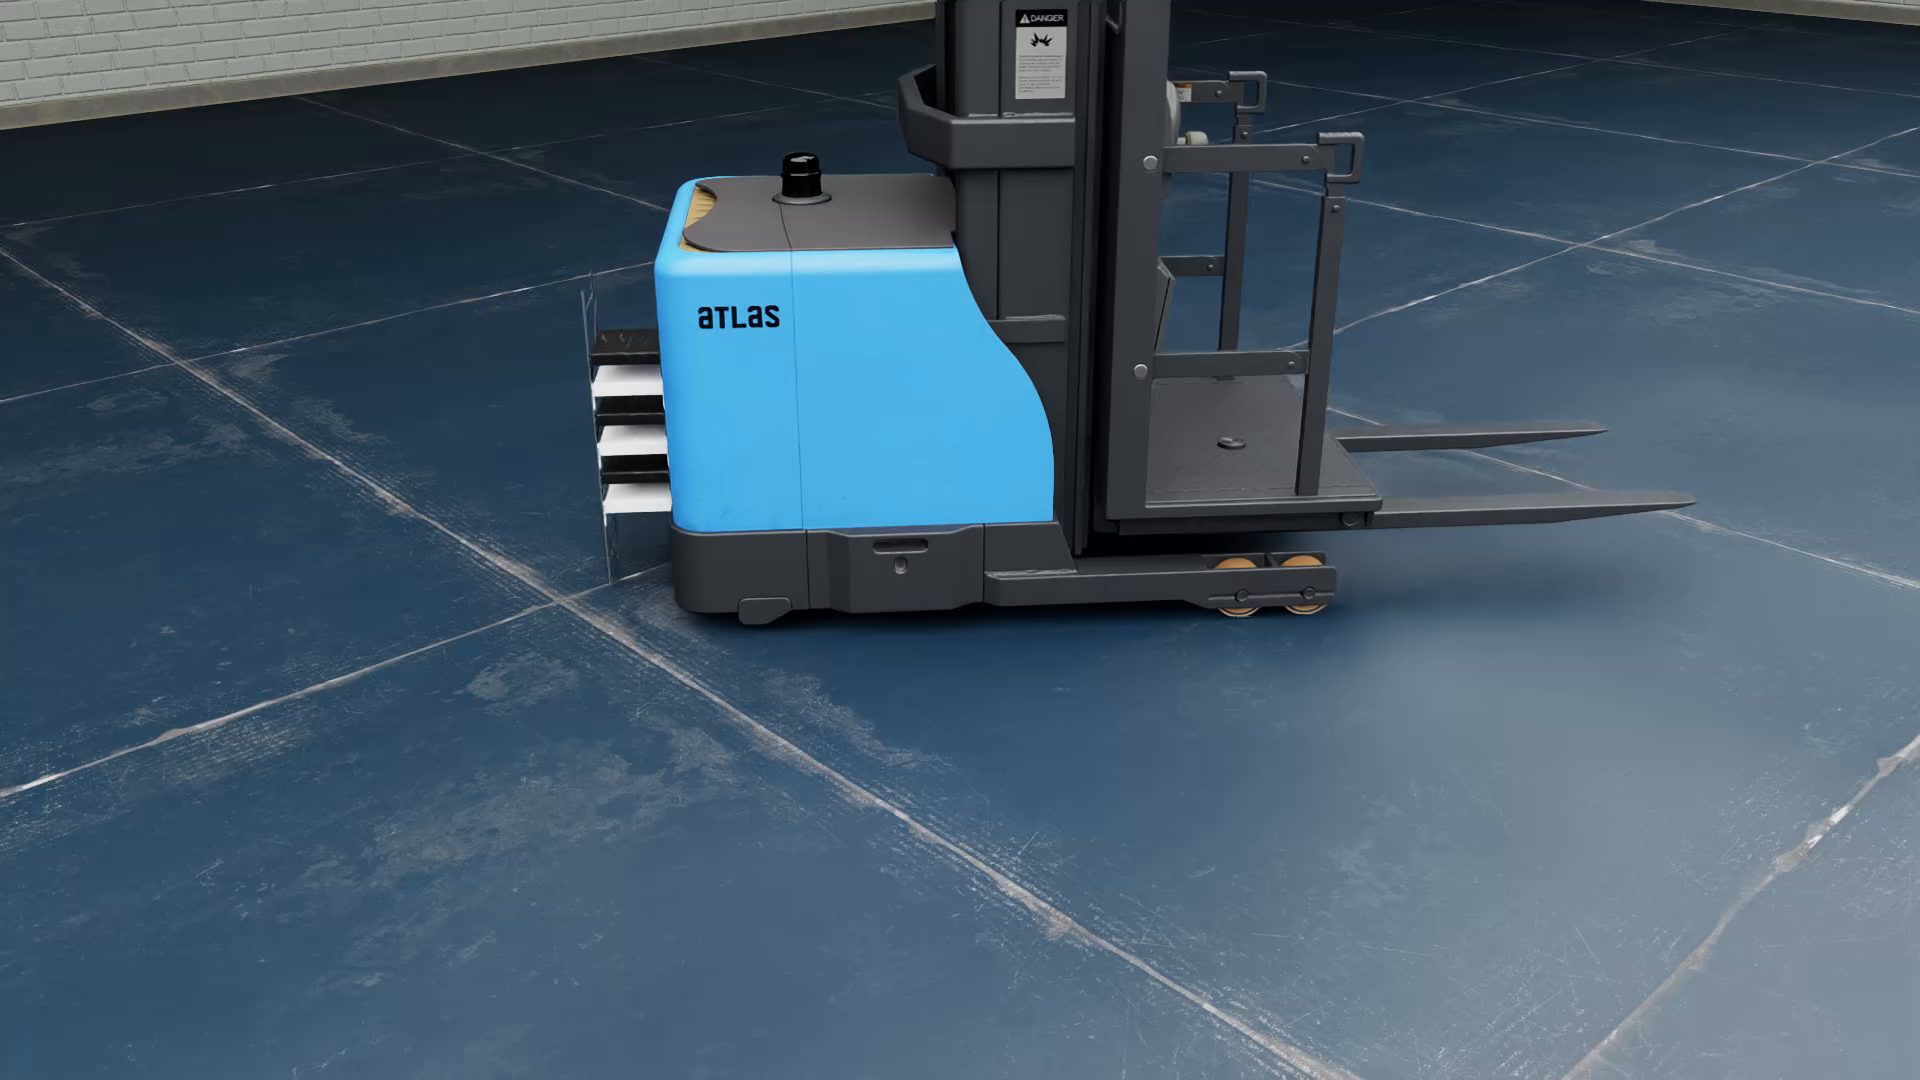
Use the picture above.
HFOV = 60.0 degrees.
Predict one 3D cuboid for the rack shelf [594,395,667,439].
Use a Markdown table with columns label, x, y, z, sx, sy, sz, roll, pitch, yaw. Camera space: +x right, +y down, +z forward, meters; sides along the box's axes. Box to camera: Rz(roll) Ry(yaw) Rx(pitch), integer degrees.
| label | x | y | z | sx | sy | sz | roll | pitch | yaw |
| --- | --- | --- | --- | --- | --- | --- | --- | --- | --- |
| rack shelf | -0.949 | -0.377 | 4.855 | 0.200 | 0.077 | 0.258 | -2 | 25 | -4 |

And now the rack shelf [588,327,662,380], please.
| label | x | y | z | sx | sy | sz | roll | pitch | yaw |
| --- | --- | --- | --- | --- | --- | --- | --- | --- | --- |
| rack shelf | -0.949 | -0.541 | 4.780 | 0.200 | 0.077 | 0.258 | -2 | 25 | -4 |

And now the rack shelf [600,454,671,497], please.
| label | x | y | z | sx | sy | sz | roll | pitch | yaw |
| --- | --- | --- | --- | --- | --- | --- | --- | --- | --- |
| rack shelf | -0.949 | -0.213 | 4.930 | 0.200 | 0.077 | 0.258 | -2 | 25 | -4 |

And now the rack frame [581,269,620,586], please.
| label | x | y | z | sx | sy | sz | roll | pitch | yaw |
| --- | --- | --- | --- | --- | --- | --- | --- | --- | --- |
| rack frame | -1.050 | -0.322 | 4.871 | 0.006 | 0.900 | 0.240 | -2 | 25 | -4 |

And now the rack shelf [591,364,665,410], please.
| label | x | y | z | sx | sy | sz | roll | pitch | yaw |
| --- | --- | --- | --- | --- | --- | --- | --- | --- | --- |
| rack shelf | -0.949 | -0.459 | 4.818 | 0.200 | 0.077 | 0.258 | -2 | 25 | -4 |

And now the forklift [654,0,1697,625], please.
| label | x | y | z | sx | sy | sz | roll | pitch | yaw |
| --- | --- | --- | --- | --- | --- | --- | --- | --- | --- |
| forklift | 0.666 | -1.330 | 4.633 | 3.031 | 2.935 | 1.130 | -2 | 25 | -4 |

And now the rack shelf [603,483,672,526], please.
| label | x | y | z | sx | sy | sz | roll | pitch | yaw |
| --- | --- | --- | --- | --- | --- | --- | --- | --- | --- |
| rack shelf | -0.949 | -0.131 | 4.967 | 0.200 | 0.077 | 0.258 | -2 | 25 | -4 |

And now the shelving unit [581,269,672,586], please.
| label | x | y | z | sx | sy | sz | roll | pitch | yaw |
| --- | --- | --- | --- | --- | --- | --- | --- | --- | --- |
| shelving unit | -0.949 | -0.325 | 4.879 | 0.210 | 0.900 | 0.258 | -2 | 25 | -4 |

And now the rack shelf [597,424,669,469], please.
| label | x | y | z | sx | sy | sz | roll | pitch | yaw |
| --- | --- | --- | --- | --- | --- | --- | --- | --- | --- |
| rack shelf | -0.949 | -0.295 | 4.892 | 0.200 | 0.077 | 0.258 | -2 | 25 | -4 |
